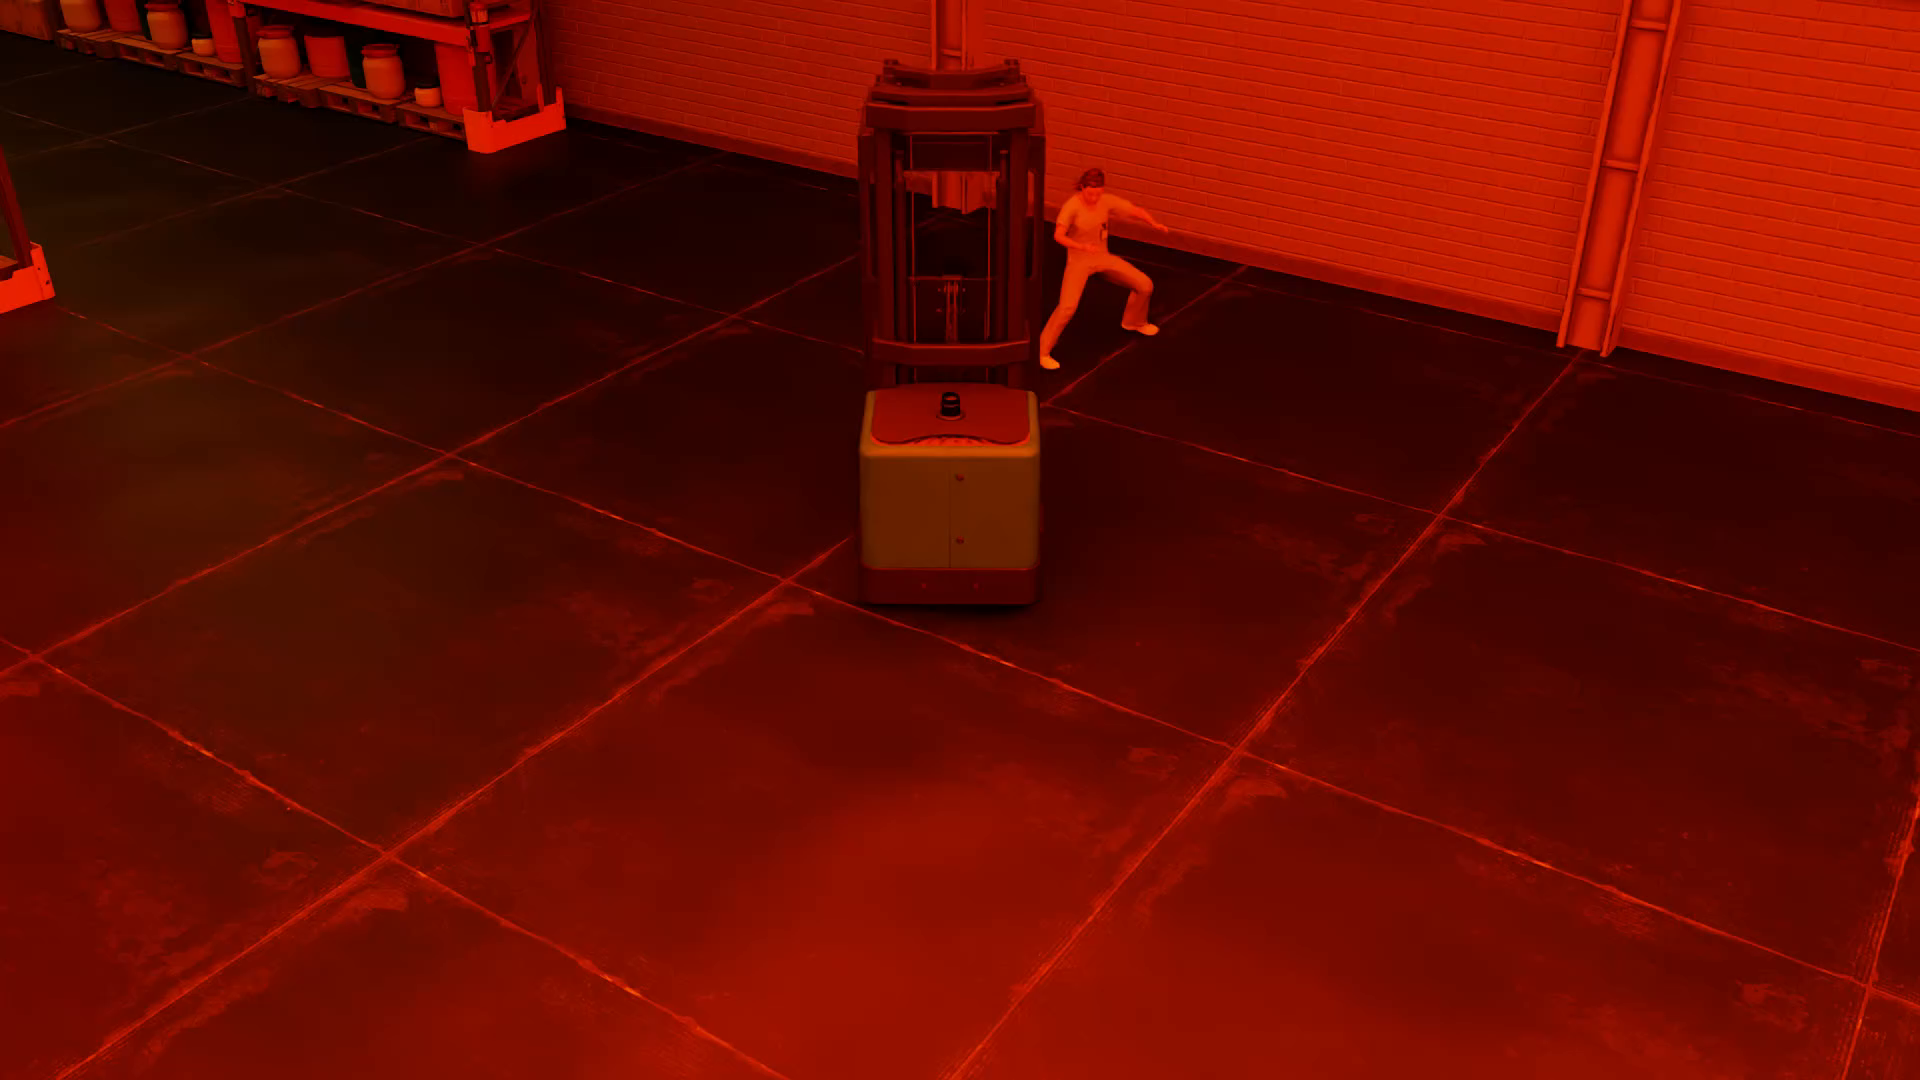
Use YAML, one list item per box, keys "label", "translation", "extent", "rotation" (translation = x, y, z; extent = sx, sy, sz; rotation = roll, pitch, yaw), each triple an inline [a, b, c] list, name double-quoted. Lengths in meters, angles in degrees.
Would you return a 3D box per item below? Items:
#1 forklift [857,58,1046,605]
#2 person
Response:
- label: "forklift"
  translation: [-0.047, -1.590, 10.319]
  extent: [1.130, 2.935, 3.031]
  rotation: [0, 30, 0]
- label: "person"
  translation: [1.077, -2.118, 12.702]
  extent: [1.131, 1.450, 0.629]
  rotation: [-9, 31, -15]
